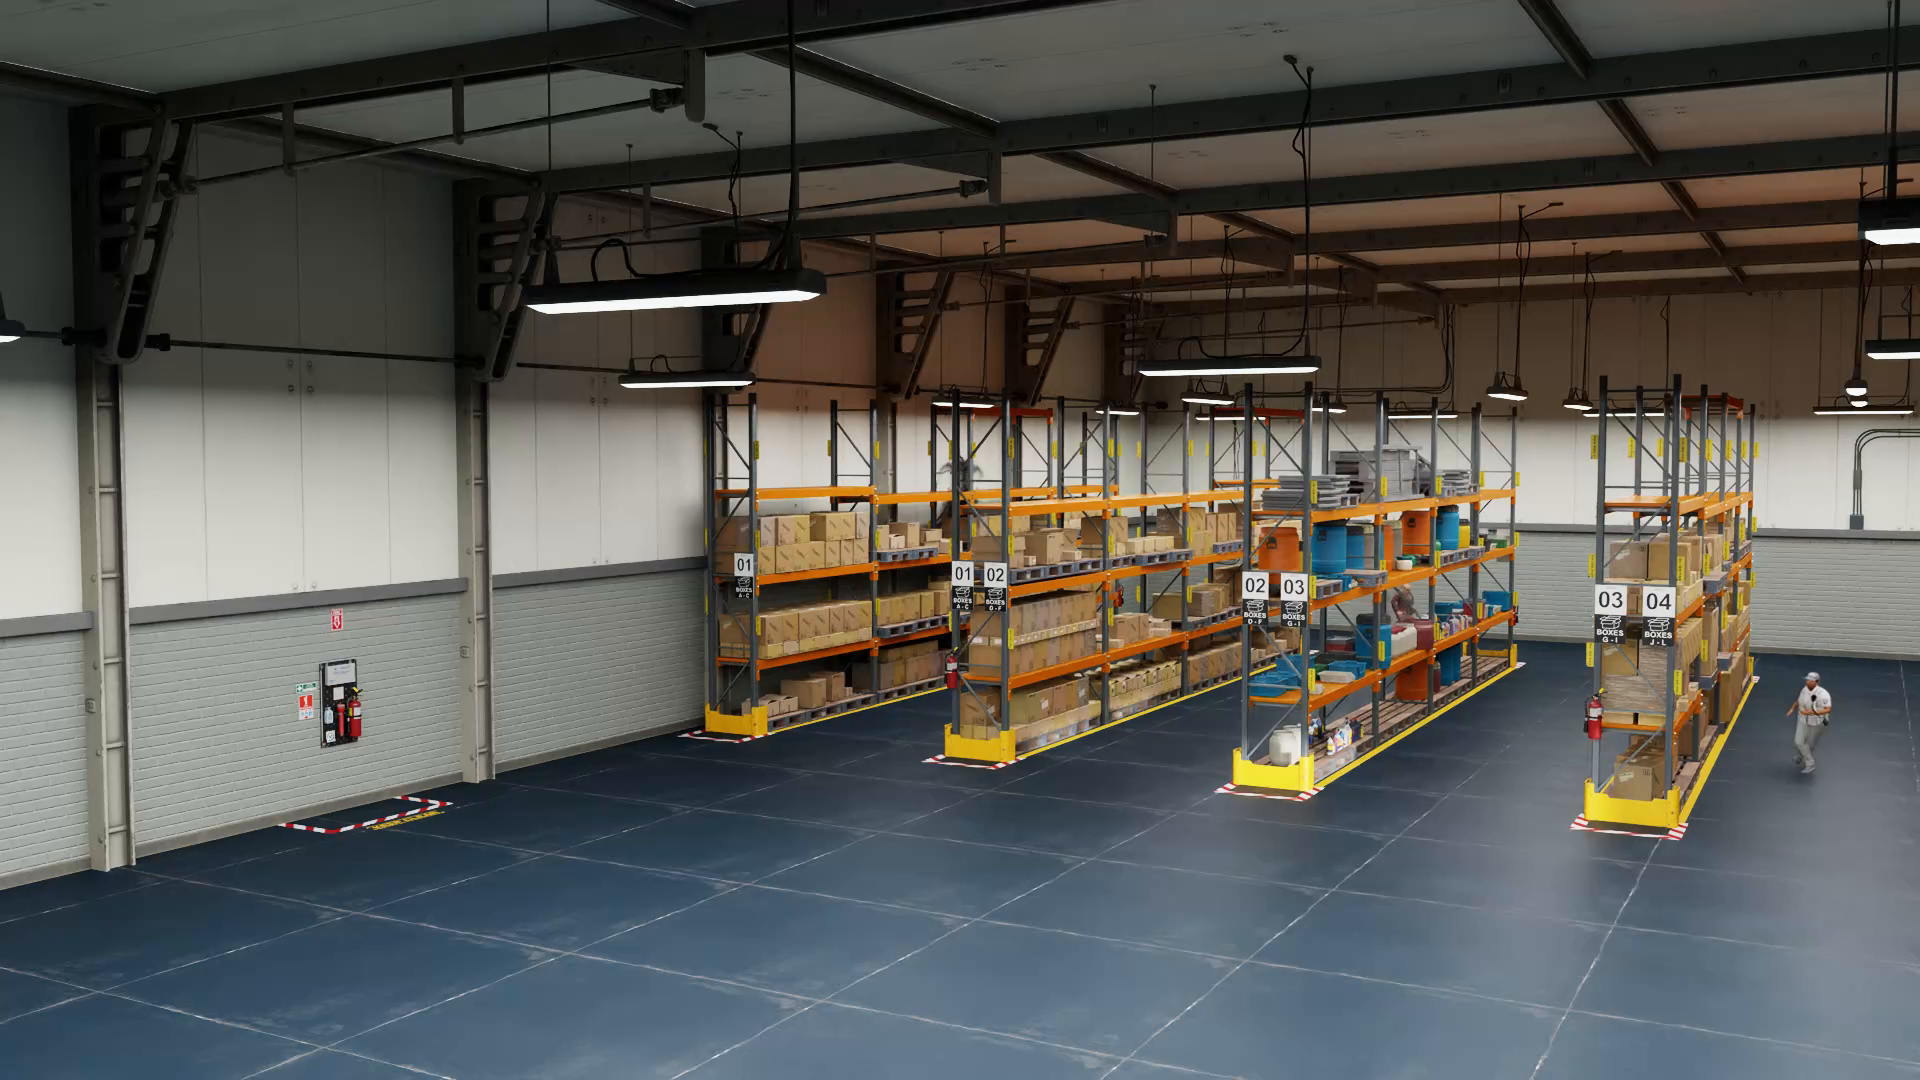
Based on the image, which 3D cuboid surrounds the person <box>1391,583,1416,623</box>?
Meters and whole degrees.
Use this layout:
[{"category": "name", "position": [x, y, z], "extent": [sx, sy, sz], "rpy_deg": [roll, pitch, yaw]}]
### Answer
[{"category": "person", "position": [11.162, 1.895, 41.740], "extent": [0.576, 1.703, 0.747], "rpy_deg": [3, 4, 42]}]

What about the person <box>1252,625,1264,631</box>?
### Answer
[{"category": "person", "position": [7.833, 1.923, 43.518], "extent": [0.570, 1.519, 1.002], "rpy_deg": [-2, 4, -30]}]

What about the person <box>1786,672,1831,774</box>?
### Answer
[{"category": "person", "position": [13.247, 2.836, 25.903], "extent": [0.656, 1.605, 0.714], "rpy_deg": [-3, 4, -41]}]
